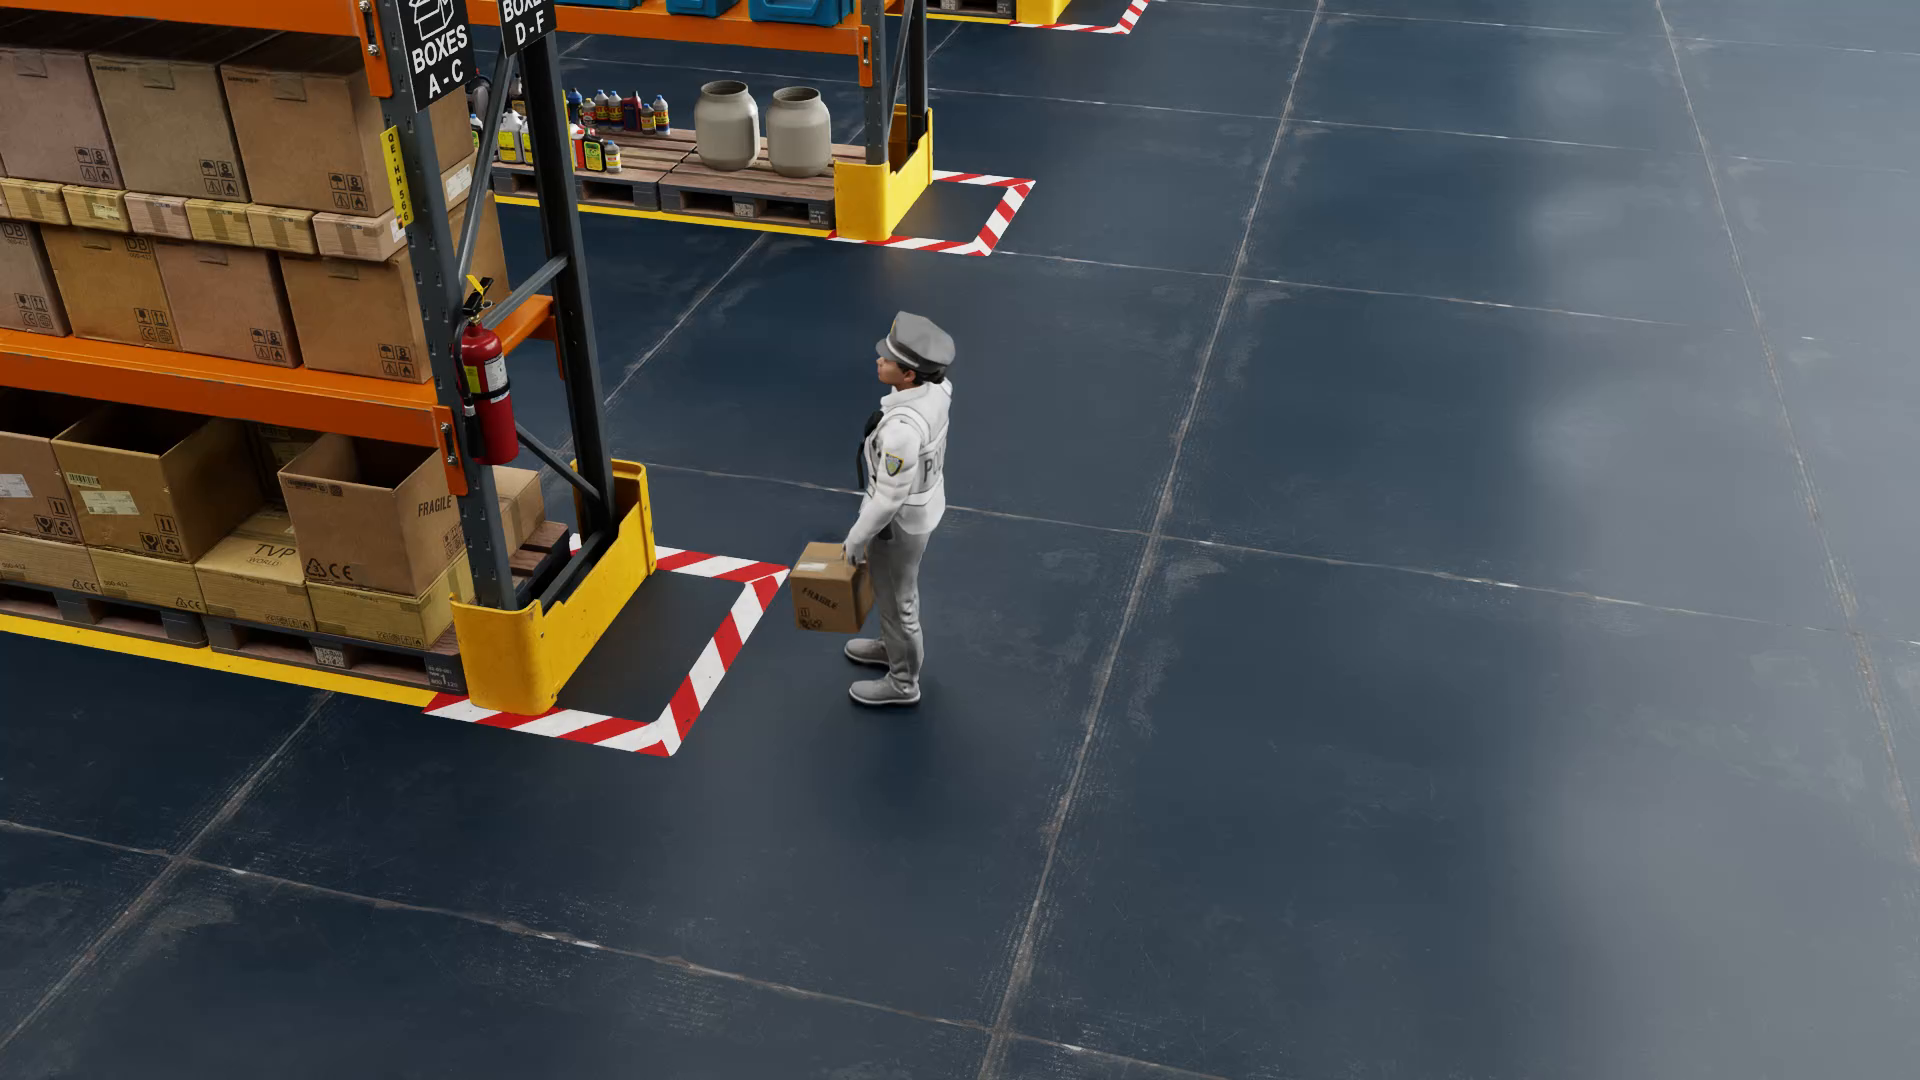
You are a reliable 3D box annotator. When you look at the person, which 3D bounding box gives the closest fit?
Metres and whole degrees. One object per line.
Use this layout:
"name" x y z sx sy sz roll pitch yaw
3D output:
"person" -0.273 -0.093 6.234 0.542 1.697 0.558 8 34 12
